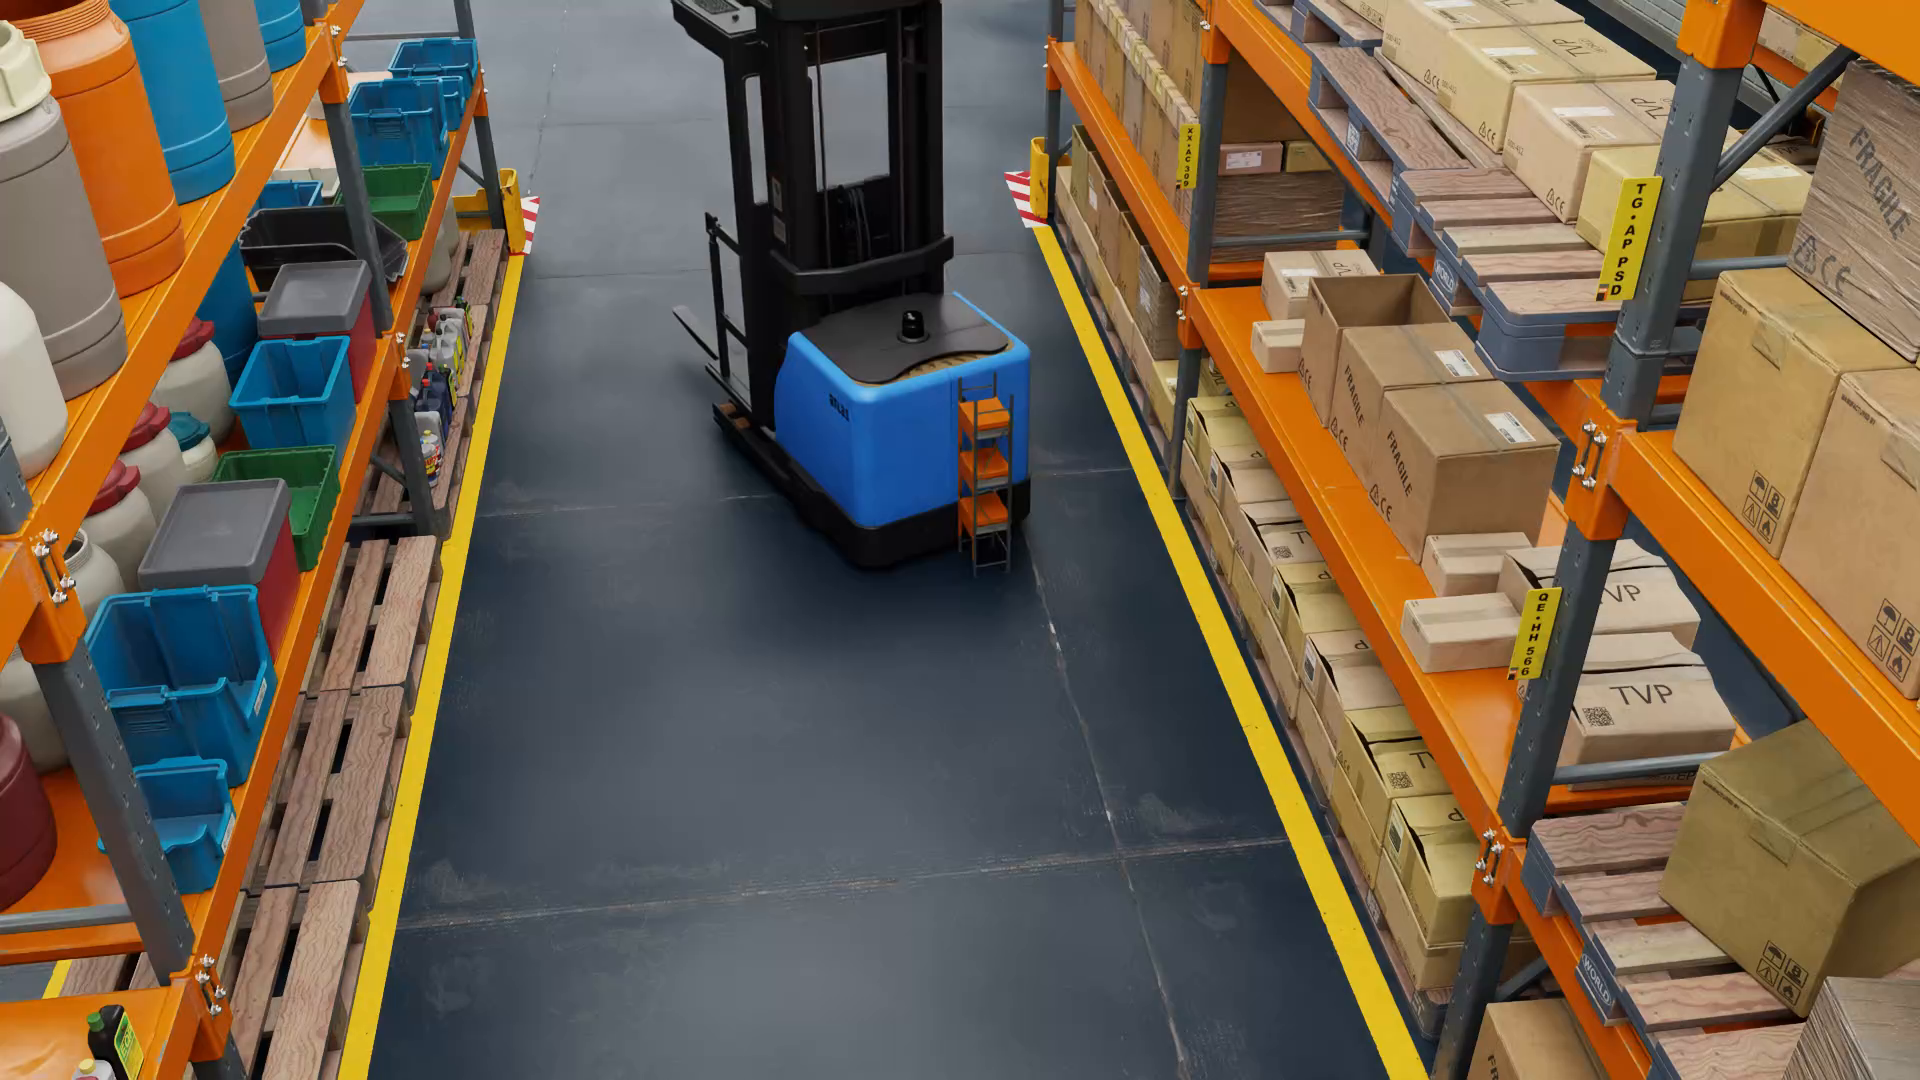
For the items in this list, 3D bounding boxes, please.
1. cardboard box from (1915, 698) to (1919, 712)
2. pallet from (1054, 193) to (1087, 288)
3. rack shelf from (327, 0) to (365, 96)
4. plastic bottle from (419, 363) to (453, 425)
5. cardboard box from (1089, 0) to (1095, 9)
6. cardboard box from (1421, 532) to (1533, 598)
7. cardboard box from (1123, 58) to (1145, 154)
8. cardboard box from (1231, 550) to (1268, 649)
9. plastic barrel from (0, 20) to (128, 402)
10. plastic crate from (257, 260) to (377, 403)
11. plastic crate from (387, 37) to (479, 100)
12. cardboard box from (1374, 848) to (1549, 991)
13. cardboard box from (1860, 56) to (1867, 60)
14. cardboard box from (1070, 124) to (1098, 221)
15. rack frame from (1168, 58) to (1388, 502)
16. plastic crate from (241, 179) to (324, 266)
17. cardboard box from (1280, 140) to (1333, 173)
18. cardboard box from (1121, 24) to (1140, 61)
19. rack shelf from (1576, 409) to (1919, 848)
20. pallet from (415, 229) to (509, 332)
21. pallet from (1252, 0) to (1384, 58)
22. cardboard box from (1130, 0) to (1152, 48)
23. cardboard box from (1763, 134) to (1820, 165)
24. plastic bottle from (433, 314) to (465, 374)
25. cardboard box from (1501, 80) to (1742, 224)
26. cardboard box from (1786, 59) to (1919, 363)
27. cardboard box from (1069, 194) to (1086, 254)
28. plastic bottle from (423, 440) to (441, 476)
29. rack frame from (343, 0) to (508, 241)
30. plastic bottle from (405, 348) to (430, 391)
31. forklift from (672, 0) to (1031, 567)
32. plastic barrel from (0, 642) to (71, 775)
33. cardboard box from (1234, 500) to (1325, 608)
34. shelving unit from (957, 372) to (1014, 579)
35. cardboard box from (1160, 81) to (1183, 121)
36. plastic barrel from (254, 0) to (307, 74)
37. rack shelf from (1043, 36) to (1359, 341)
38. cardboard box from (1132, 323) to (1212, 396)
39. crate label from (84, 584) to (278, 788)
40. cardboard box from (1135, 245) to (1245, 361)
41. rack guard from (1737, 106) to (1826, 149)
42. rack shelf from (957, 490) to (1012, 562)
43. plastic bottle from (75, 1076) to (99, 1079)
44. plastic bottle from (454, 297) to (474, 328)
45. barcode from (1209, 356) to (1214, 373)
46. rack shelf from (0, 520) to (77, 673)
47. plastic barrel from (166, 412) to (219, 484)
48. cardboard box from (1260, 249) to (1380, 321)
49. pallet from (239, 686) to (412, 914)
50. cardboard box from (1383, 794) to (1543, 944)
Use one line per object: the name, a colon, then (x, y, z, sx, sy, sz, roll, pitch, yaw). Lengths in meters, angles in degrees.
cardboard box: (2.433, 0.242, 3.107, 0.910, 0.500, 0.500, -4, 35, -6)
pallet: (1.270, -2.181, 11.891, 1.003, 0.211, 1.213, -4, 35, -6)
rack shelf: (-3.514, -3.210, 8.900, 1.077, 0.370, 4.000, -4, 35, -6)
plastic bottle: (-2.968, -0.826, 9.388, 0.144, 0.351, 0.185, -6, 35, -8)
cardboard box: (1.036, -3.544, 10.751, 0.380, 0.149, 0.250, -4, 35, -6)
cardboard box: (1.975, 0.104, 6.286, 0.380, 0.149, 0.250, -2, 34, -3)
cardboard box: (1.387, -2.673, 10.048, 0.700, 0.500, 0.500, -3, 34, -5)
cardboard box: (1.613, 0.256, 7.908, 0.500, 0.250, 0.500, -5, 35, -8)
plastic barrel: (-2.602, -0.841, 4.340, 0.600, 0.901, 0.600, 0, 34, 0)
plastic crate: (-2.877, -0.931, 7.524, 0.402, 0.464, 0.583, -4, 35, -6)
plastic crate: (-3.419, -3.066, 10.845, 0.499, 0.251, 0.616, -4, 35, -6)
cardboard box: (1.890, 1.395, 6.237, 0.500, 0.250, 0.500, -4, 34, -5)
cardboard box: (6.002, -3.248, 10.431, 0.500, 0.500, 0.500, -3, 34, -5)
cardboard box: (1.047, -2.509, 11.299, 0.500, 0.500, 0.500, -4, 35, -6)
rack frame: (1.664, -1.525, 8.452, 1.000, 3.000, 0.127, -4, 35, -6)
plastic crate: (-3.663, -1.687, 8.823, 0.499, 0.251, 0.616, -4, 35, -6)
cardboard box: (1.820, -1.999, 8.483, 0.380, 0.149, 0.250, -4, 35, -6)
cardboard box: (1.171, -2.973, 9.913, 0.380, 0.149, 0.250, -4, 34, -6)
rack shelf: (2.471, 0.881, 2.897, 1.077, 0.370, 4.000, -4, 35, -6)
pallet: (-3.622, -1.739, 11.243, 1.003, 0.211, 1.213, -4, 35, -6)
pallet: (1.795, -2.194, 6.941, 0.805, 0.209, 1.217, -6, 35, -8)
cardboard box: (1.395, -3.189, 9.654, 0.700, 0.500, 0.500, -4, 35, -6)
cardboard box: (6.038, -2.812, 12.338, 0.500, 0.311, 0.500, -8, 35, -12)
plastic bottle: (-3.050, -1.167, 9.889, 0.144, 0.351, 0.185, -3, 34, -4)
cardboard box: (1.997, -1.184, 5.049, 0.500, 0.250, 0.500, -3, 34, -5)
cardboard box: (2.254, -0.743, 3.664, 0.500, 0.500, 0.500, -4, 35, -6)
cardboard box: (1.049, -2.199, 11.511, 0.500, 0.250, 0.500, -4, 35, -6)
plastic bottle: (-2.867, -0.445, 8.962, 0.097, 0.201, 0.097, 0, 34, 0)
rack frame: (-3.783, -3.384, 11.180, 1.000, 3.000, 0.127, -4, 35, -6)
plastic bottle: (-3.168, -1.007, 9.721, 0.152, 0.276, 0.135, -4, 35, -6)
forklift: (-0.797, -1.876, 9.028, 1.130, 2.935, 3.031, -18, 38, -24)
plastic barrel: (-3.057, 0.477, 5.416, 0.421, 0.512, 0.421, 0, 34, 0)
cardboard box: (1.606, 0.024, 7.750, 0.500, 0.311, 0.500, -5, 35, -8)
shelving unit: (0.125, -0.316, 8.410, 0.215, 1.050, 0.252, -10, 36, -15)
cardboard box: (1.310, -2.400, 9.072, 0.380, 0.149, 0.250, -4, 35, -6)
plastic barrel: (-2.961, -2.331, 6.527, 0.600, 0.901, 0.708, -4, 35, -6)
rack shelf: (1.395, -2.343, 10.292, 1.077, 0.370, 4.000, -4, 35, -6)
cardboard box: (1.328, -1.084, 9.874, 0.500, 0.250, 0.500, -4, 35, -6)
crate label: (-2.573, 0.491, 5.463, 0.502, 0.435, 0.616, -4, 35, -6)
cardboard box: (1.329, -1.394, 9.663, 0.500, 0.500, 0.500, -4, 35, -6)
rack guard: (6.044, -3.059, 12.923, 1.175, 0.500, 0.348, -4, 35, -6)
rack shelf: (0.125, -0.077, 8.572, 0.215, 0.259, 0.240, -10, 36, -15)
plastic bottle: (-2.199, 1.451, 4.189, 0.061, 0.283, 0.133, -4, 35, -6)
plastic bottle: (-3.101, -1.417, 10.389, 0.097, 0.201, 0.097, 0, 34, 0)
barcode: (1.286, -0.896, 8.507, 0.001, 0.075, 0.075, -4, 35, -6)
rack shelf: (-2.438, 1.254, 2.350, 1.077, 0.370, 4.000, -4, 35, -6)
plastic barrel: (-3.219, -0.344, 6.843, 0.301, 0.262, 0.301, 0, 34, 0)
cardboard box: (1.774, -1.191, 8.096, 0.500, 0.250, 0.500, -2, 34, -3)
pallet: (-2.933, 1.118, 7.050, 1.003, 0.211, 1.213, -4, 35, -6)
cardboard box: (1.887, 1.165, 6.076, 0.500, 0.311, 0.500, -3, 34, -5)
